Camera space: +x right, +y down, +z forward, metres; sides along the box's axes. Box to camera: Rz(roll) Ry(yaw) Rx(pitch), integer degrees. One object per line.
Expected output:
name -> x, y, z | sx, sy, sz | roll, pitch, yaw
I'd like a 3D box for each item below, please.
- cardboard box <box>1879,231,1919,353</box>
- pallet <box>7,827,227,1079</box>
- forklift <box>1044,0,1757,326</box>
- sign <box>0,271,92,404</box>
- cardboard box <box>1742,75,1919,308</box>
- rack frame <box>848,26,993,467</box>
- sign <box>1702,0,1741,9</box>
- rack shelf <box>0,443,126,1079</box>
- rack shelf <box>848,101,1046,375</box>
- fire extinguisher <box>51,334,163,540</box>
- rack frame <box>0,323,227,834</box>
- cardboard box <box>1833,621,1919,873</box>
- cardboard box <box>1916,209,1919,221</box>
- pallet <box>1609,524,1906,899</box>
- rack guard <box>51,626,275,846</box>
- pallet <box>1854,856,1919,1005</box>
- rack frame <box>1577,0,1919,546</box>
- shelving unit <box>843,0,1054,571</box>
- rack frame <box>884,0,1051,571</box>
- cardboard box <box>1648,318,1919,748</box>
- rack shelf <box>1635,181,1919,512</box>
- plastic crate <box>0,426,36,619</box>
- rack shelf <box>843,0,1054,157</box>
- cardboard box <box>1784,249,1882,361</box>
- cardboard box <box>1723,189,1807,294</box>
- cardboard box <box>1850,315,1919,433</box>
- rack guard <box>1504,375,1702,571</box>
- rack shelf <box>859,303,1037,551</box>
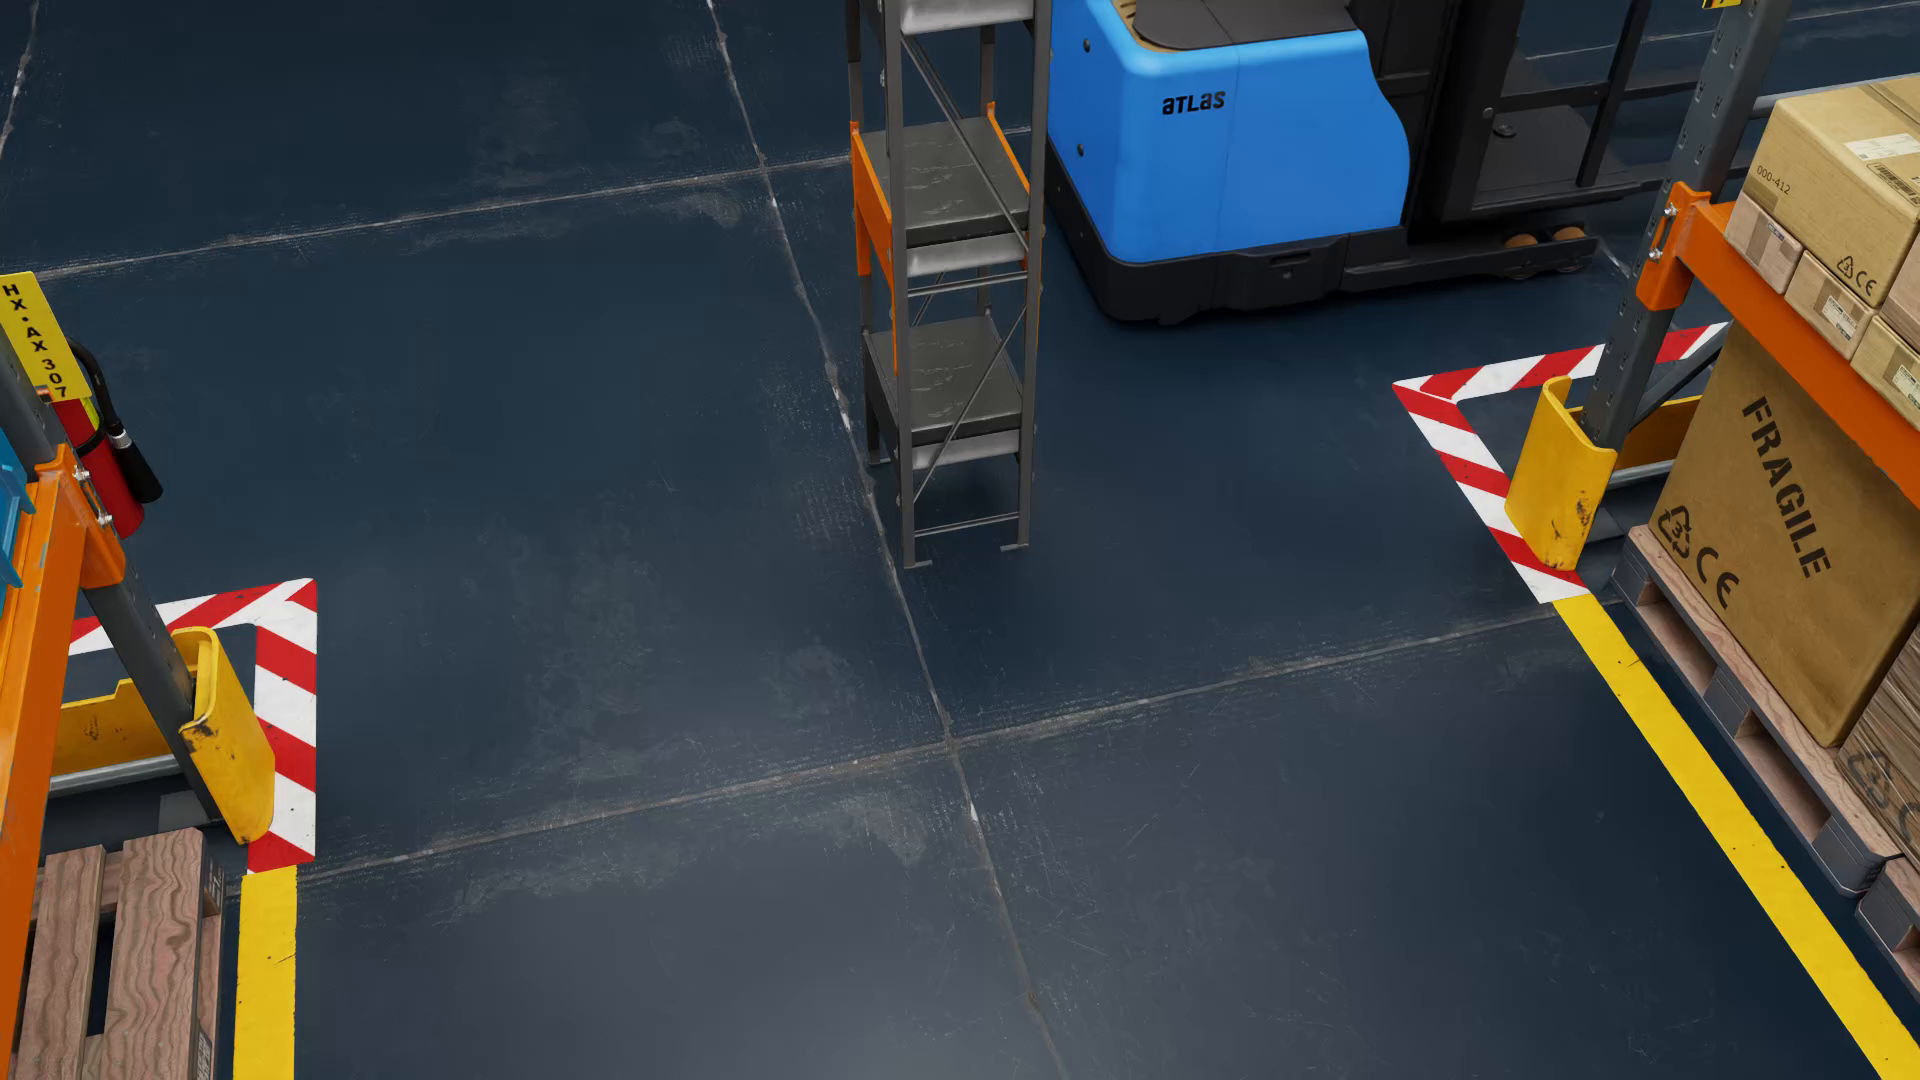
cardboard box -> 2.352, -0.465, 3.502 | 0.500, 0.250, 0.500 | -11, 47, -11
pallet -> -2.263, 1.306, 3.822 | 1.003, 0.211, 1.213 | -11, 47, -10
forklift -> 1.881, -2.354, 5.505 | 3.031, 2.935, 1.130 | -10, 46, -9
sign -> -1.909, -0.415, 3.442 | 0.100, 0.325, 0.005 | -11, 47, -10
cardboard box -> 2.213, -0.823, 3.853 | 0.500, 0.250, 0.500 | -12, 47, -11
rack frame -> -0.105, -1.018, 4.777 | 0.400, 2.100, 0.015 | -11, 47, -10
sign -> 1.813, -1.385, 3.846 | 0.100, 0.325, 0.005 | -11, 47, -10
rack shelf -> -1.925, 1.387, 2.295 | 1.077, 0.370, 4.000 | -11, 47, -10
rack shelf -> -0.042, -0.840, 4.622 | 0.431, 0.518, 0.480 | -11, 47, -10
fire extinguisher -> -2.036, -0.276, 3.735 | 0.296, 0.674, 0.183 | -11, 47, -10
rack frame -> -2.437, -0.246, 3.391 | 1.000, 3.000, 0.127 | -11, 47, -10
cardboard box -> 2.825, 0.501, 3.853 | 0.875, 0.875, 0.875 | -11, 47, -10
cardboard box -> 2.341, -0.740, 3.246 | 0.500, 0.500, 0.500 | -12, 47, -11
pallet -> 2.631, 0.362, 4.747 | 1.003, 0.211, 1.213 | -11, 47, -10
rack guard -> -2.456, 0.615, 4.298 | 1.175, 0.500, 0.348 | -11, 47, -10
pallet -> 2.940, 1.203, 3.924 | 1.003, 0.211, 1.213 | -11, 47, -10
rack frame -> 2.351, -1.152, 4.278 | 1.000, 3.000, 0.127 | -11, 47, -10
shelving unit -> -0.042, -0.849, 4.612 | 0.431, 2.100, 0.503 | -11, 47, -10
rack frame -> 0.020, -0.681, 4.447 | 0.400, 2.100, 0.015 | -11, 47, -10
cardboard box -> 2.592, -0.128, 4.469 | 0.875, 0.875, 0.875 | -11, 47, -10
rack shelf -> 2.863, 0.481, 3.182 | 1.077, 0.370, 4.000 | -11, 47, -10
plastic crate -> -2.171, -0.082, 3.164 | 0.616, 0.435, 0.499 | -11, 47, -10
rack shelf -> -0.042, -1.330, 4.122 | 0.431, 0.518, 0.480 | -11, 47, -10
cardboard box -> 2.190, -0.581, 3.896 | 0.380, 0.149, 0.250 | -11, 47, -11
cardboard box -> 2.123, -0.758, 4.069 | 0.380, 0.149, 0.250 | -10, 46, -10
cardboard box -> 2.256, -0.405, 3.722 | 0.380, 0.149, 0.250 | -12, 47, -11
rack guard -> 2.345, -0.293, 5.187 | 1.175, 0.500, 0.348 | -11, 47, -10
rack shelf -> -0.042, -0.350, 5.122 | 0.431, 0.518, 0.480 | -11, 47, -10
